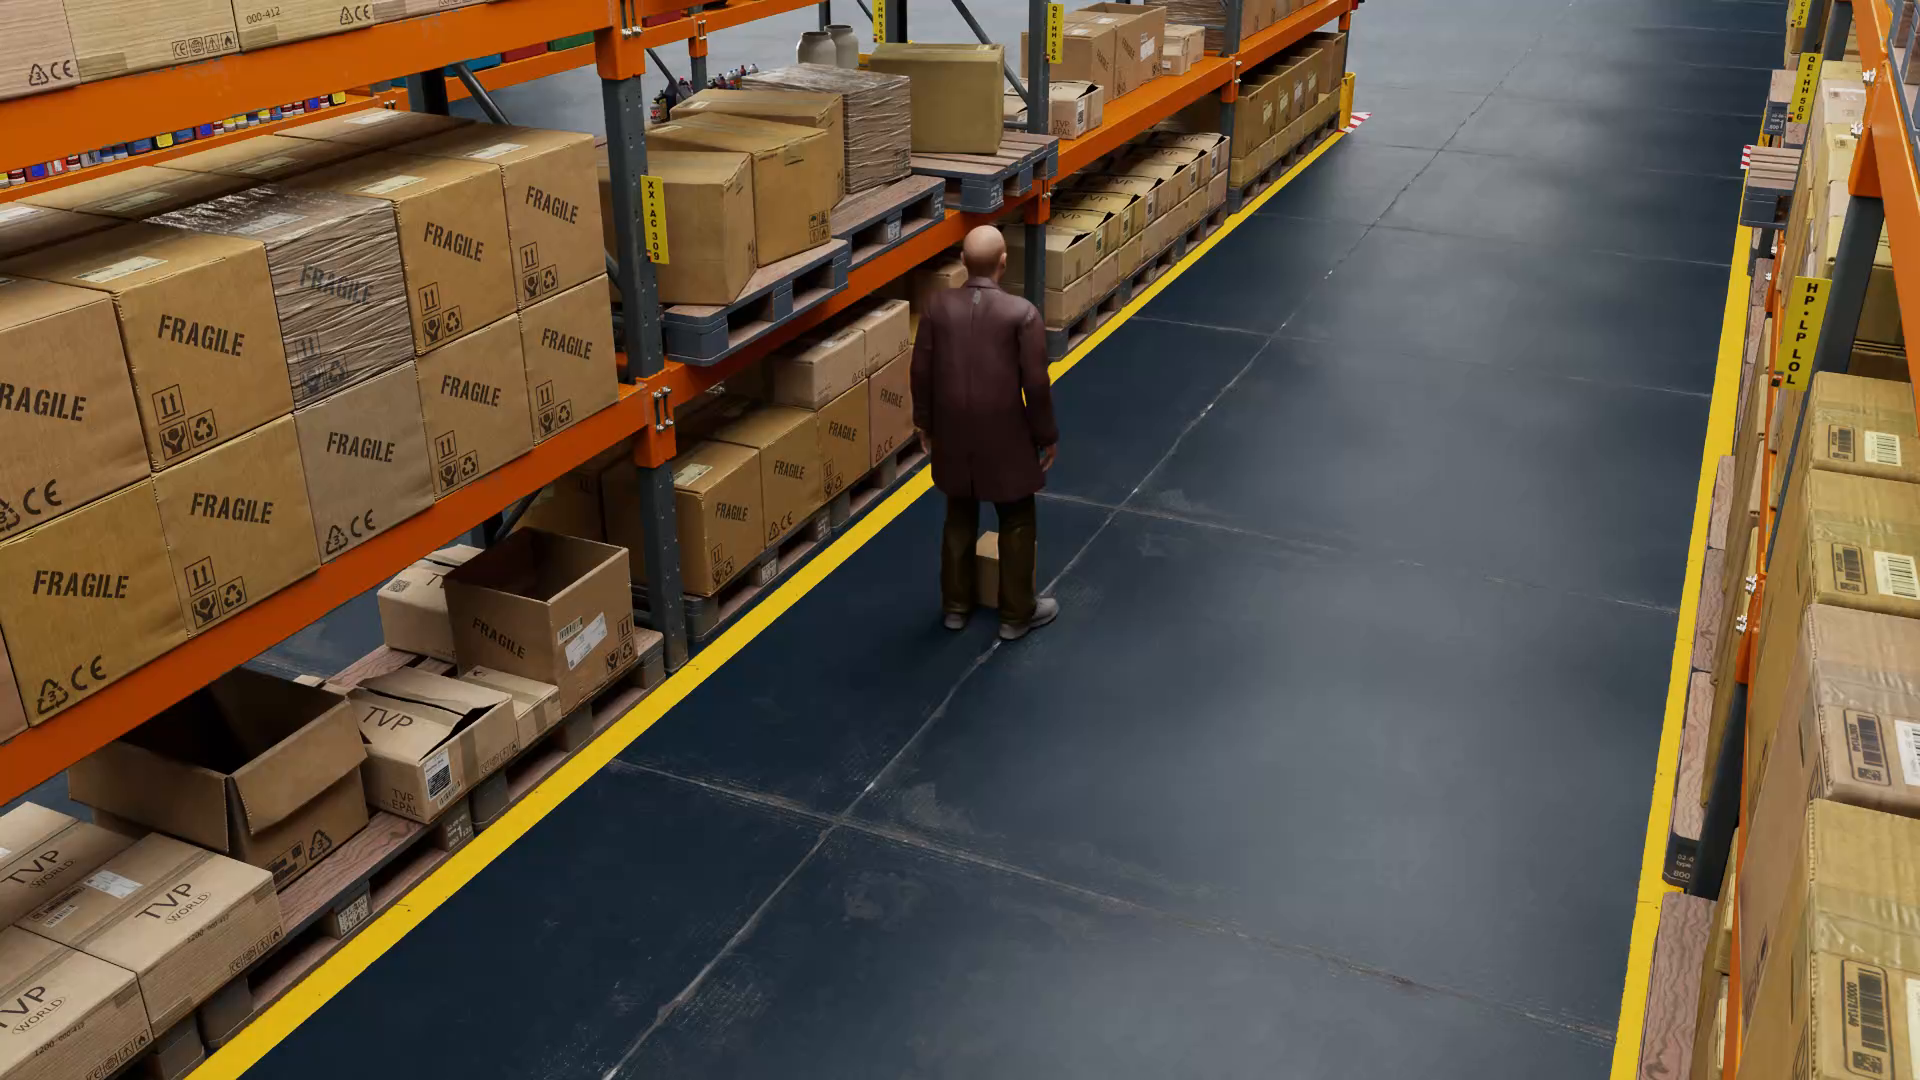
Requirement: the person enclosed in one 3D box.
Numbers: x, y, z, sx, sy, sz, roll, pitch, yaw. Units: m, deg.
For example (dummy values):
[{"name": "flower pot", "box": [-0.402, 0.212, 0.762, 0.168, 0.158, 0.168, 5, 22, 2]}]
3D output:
[{"name": "person", "box": [0.102, -0.446, 7.051, 0.656, 1.774, 0.421, 10, 28, 20]}]
